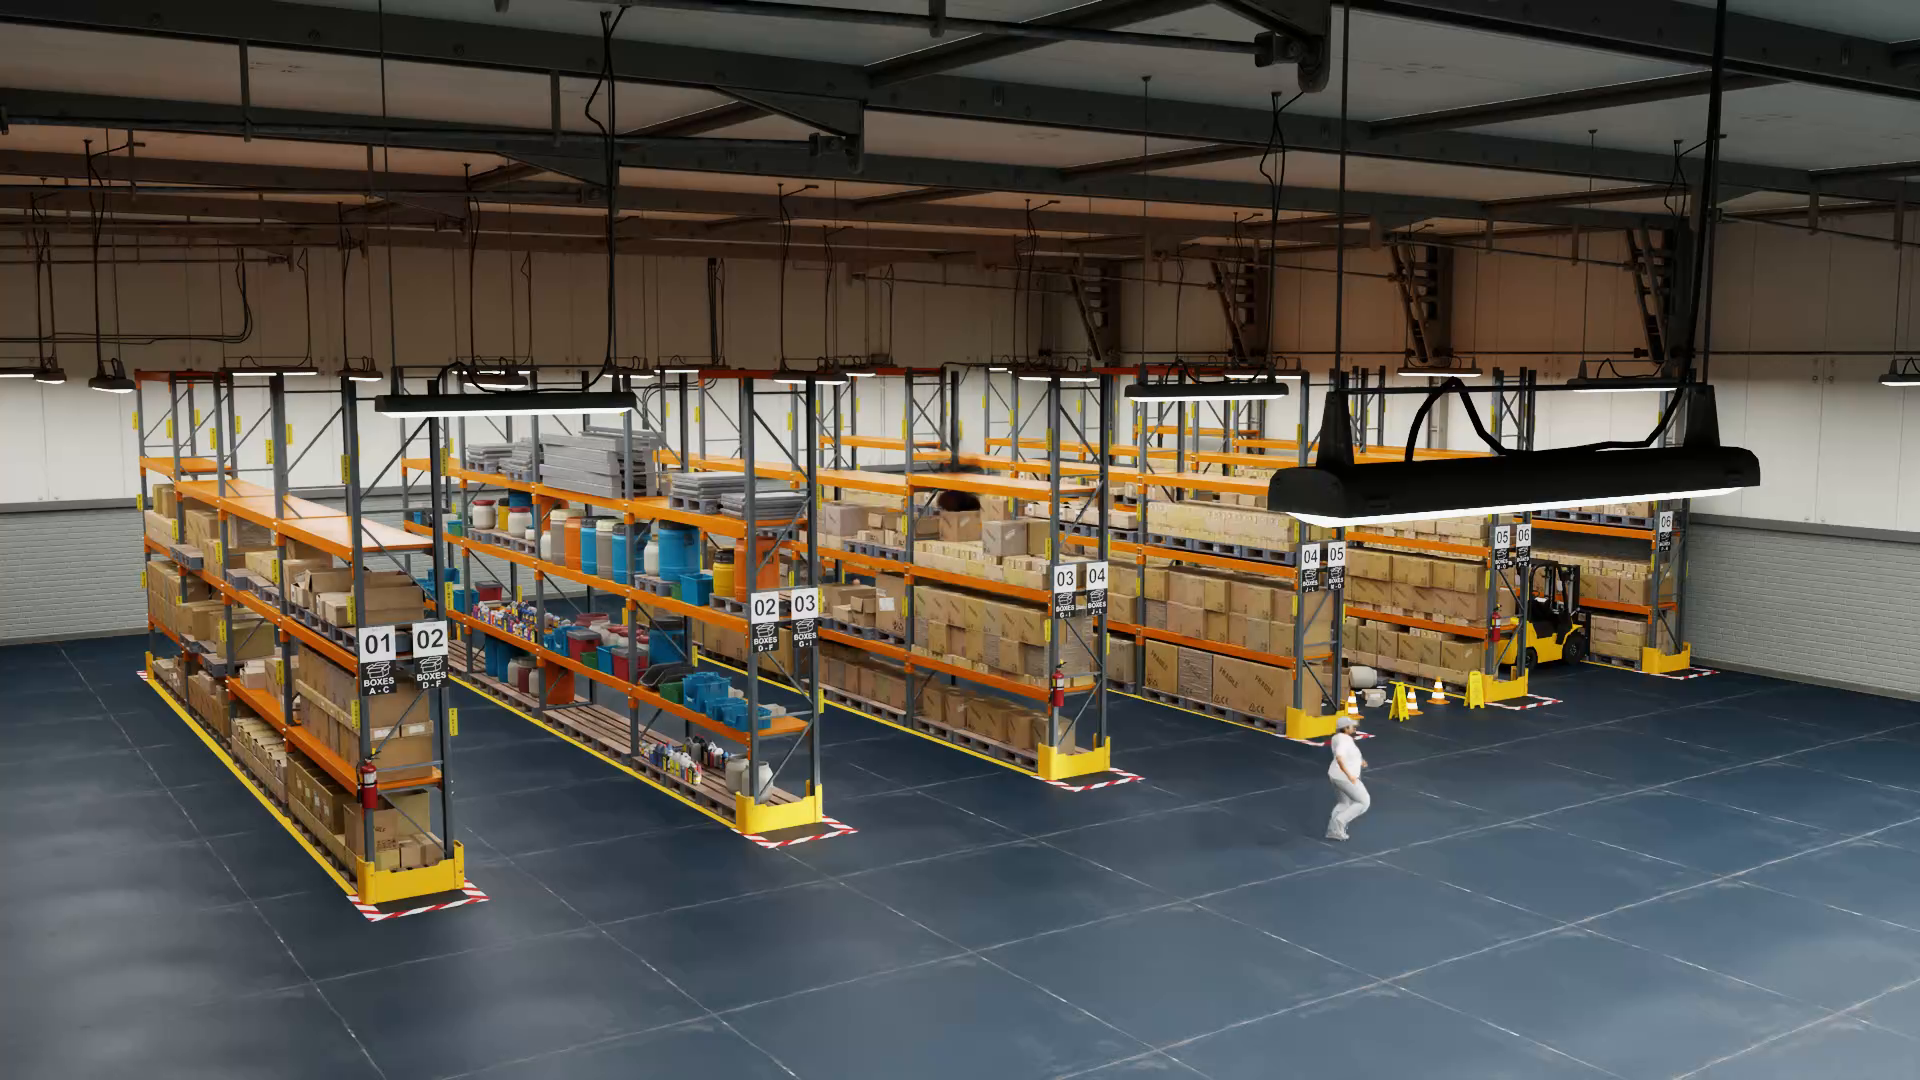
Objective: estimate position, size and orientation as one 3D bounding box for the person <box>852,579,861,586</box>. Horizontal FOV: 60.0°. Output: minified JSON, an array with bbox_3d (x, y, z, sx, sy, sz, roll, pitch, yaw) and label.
[{"bbox_3d":[-2.106,1.657,33.852,0.660,1.733,0.829,-4,8,-31],"label":"person"}]

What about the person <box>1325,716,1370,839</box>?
[{"bbox_3d":[5.047,3.087,21.576,0.559,1.620,0.606,-1,7,-10],"label":"person"}]
